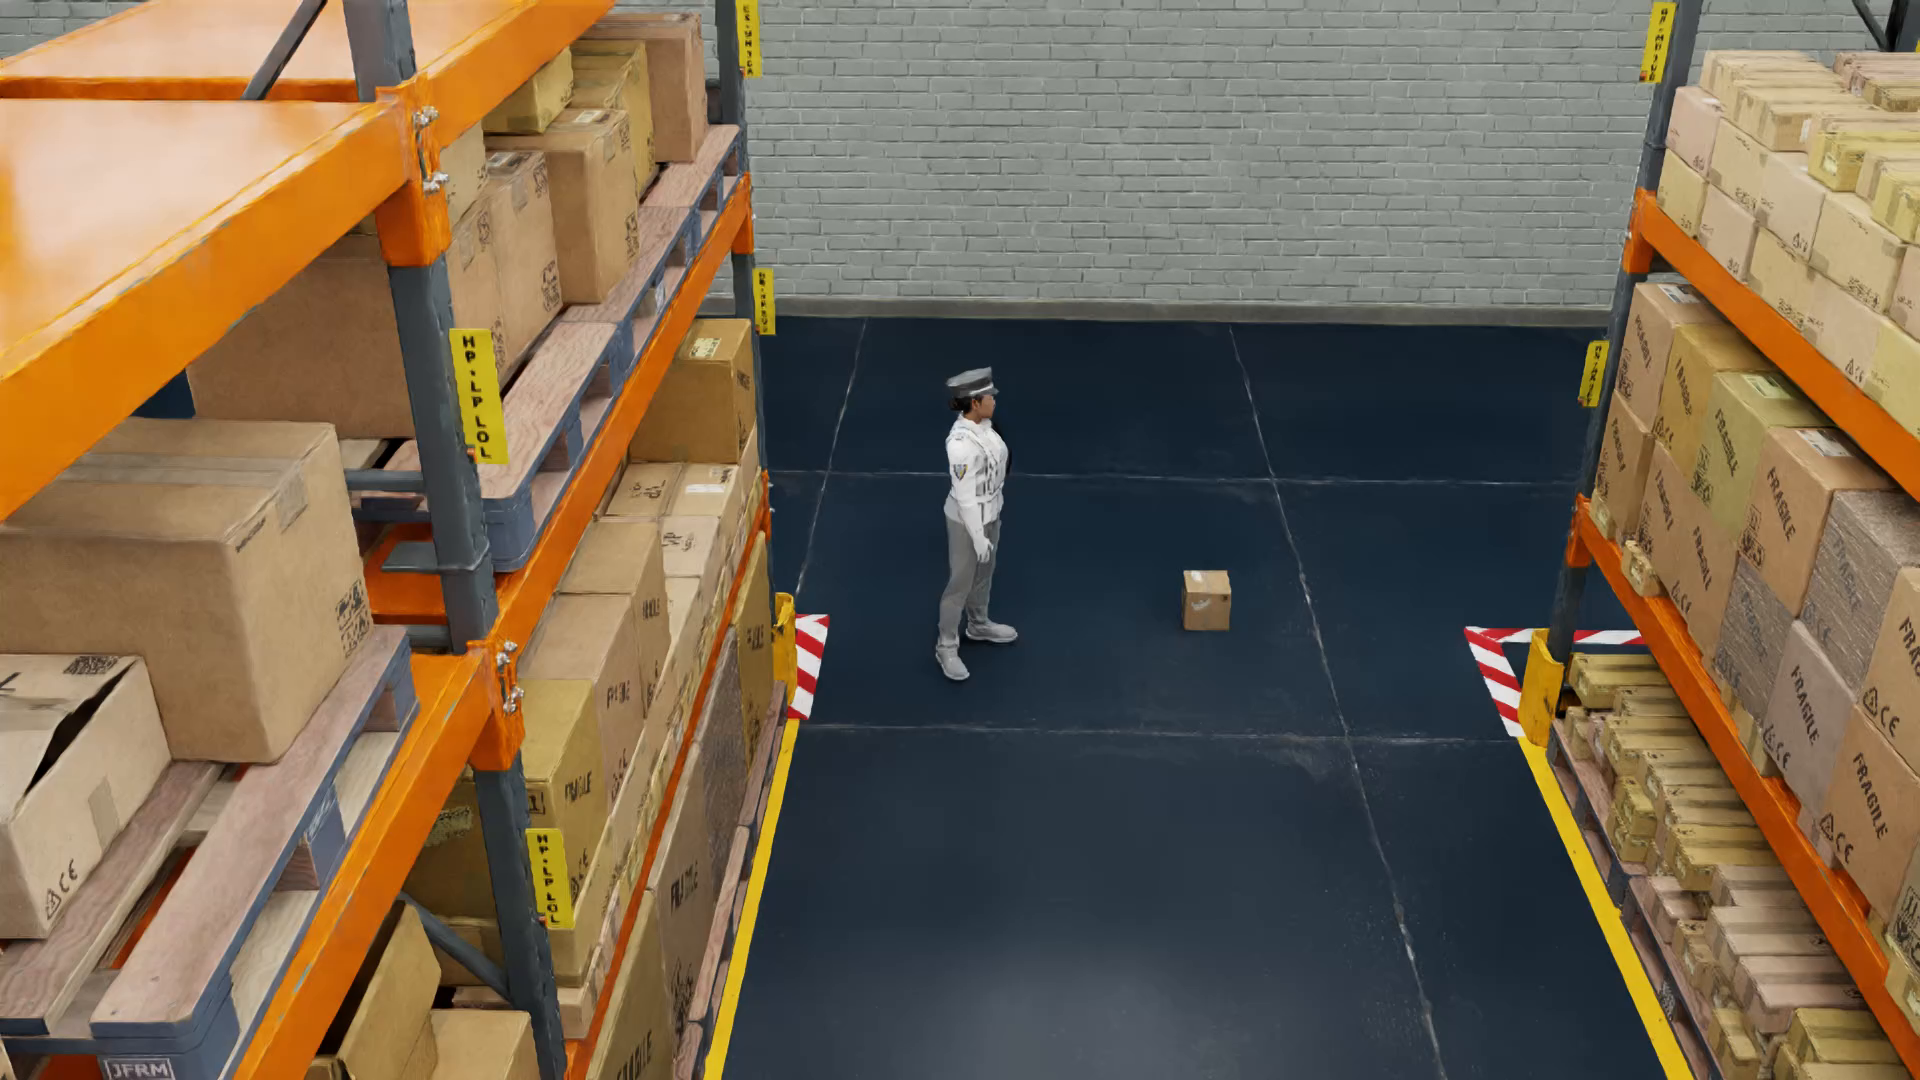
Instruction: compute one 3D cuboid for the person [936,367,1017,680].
[{"bbox_3d":[0.080,-0.116,8.772,0.356,1.688,0.602,9,29,16],"label":"person"}]
